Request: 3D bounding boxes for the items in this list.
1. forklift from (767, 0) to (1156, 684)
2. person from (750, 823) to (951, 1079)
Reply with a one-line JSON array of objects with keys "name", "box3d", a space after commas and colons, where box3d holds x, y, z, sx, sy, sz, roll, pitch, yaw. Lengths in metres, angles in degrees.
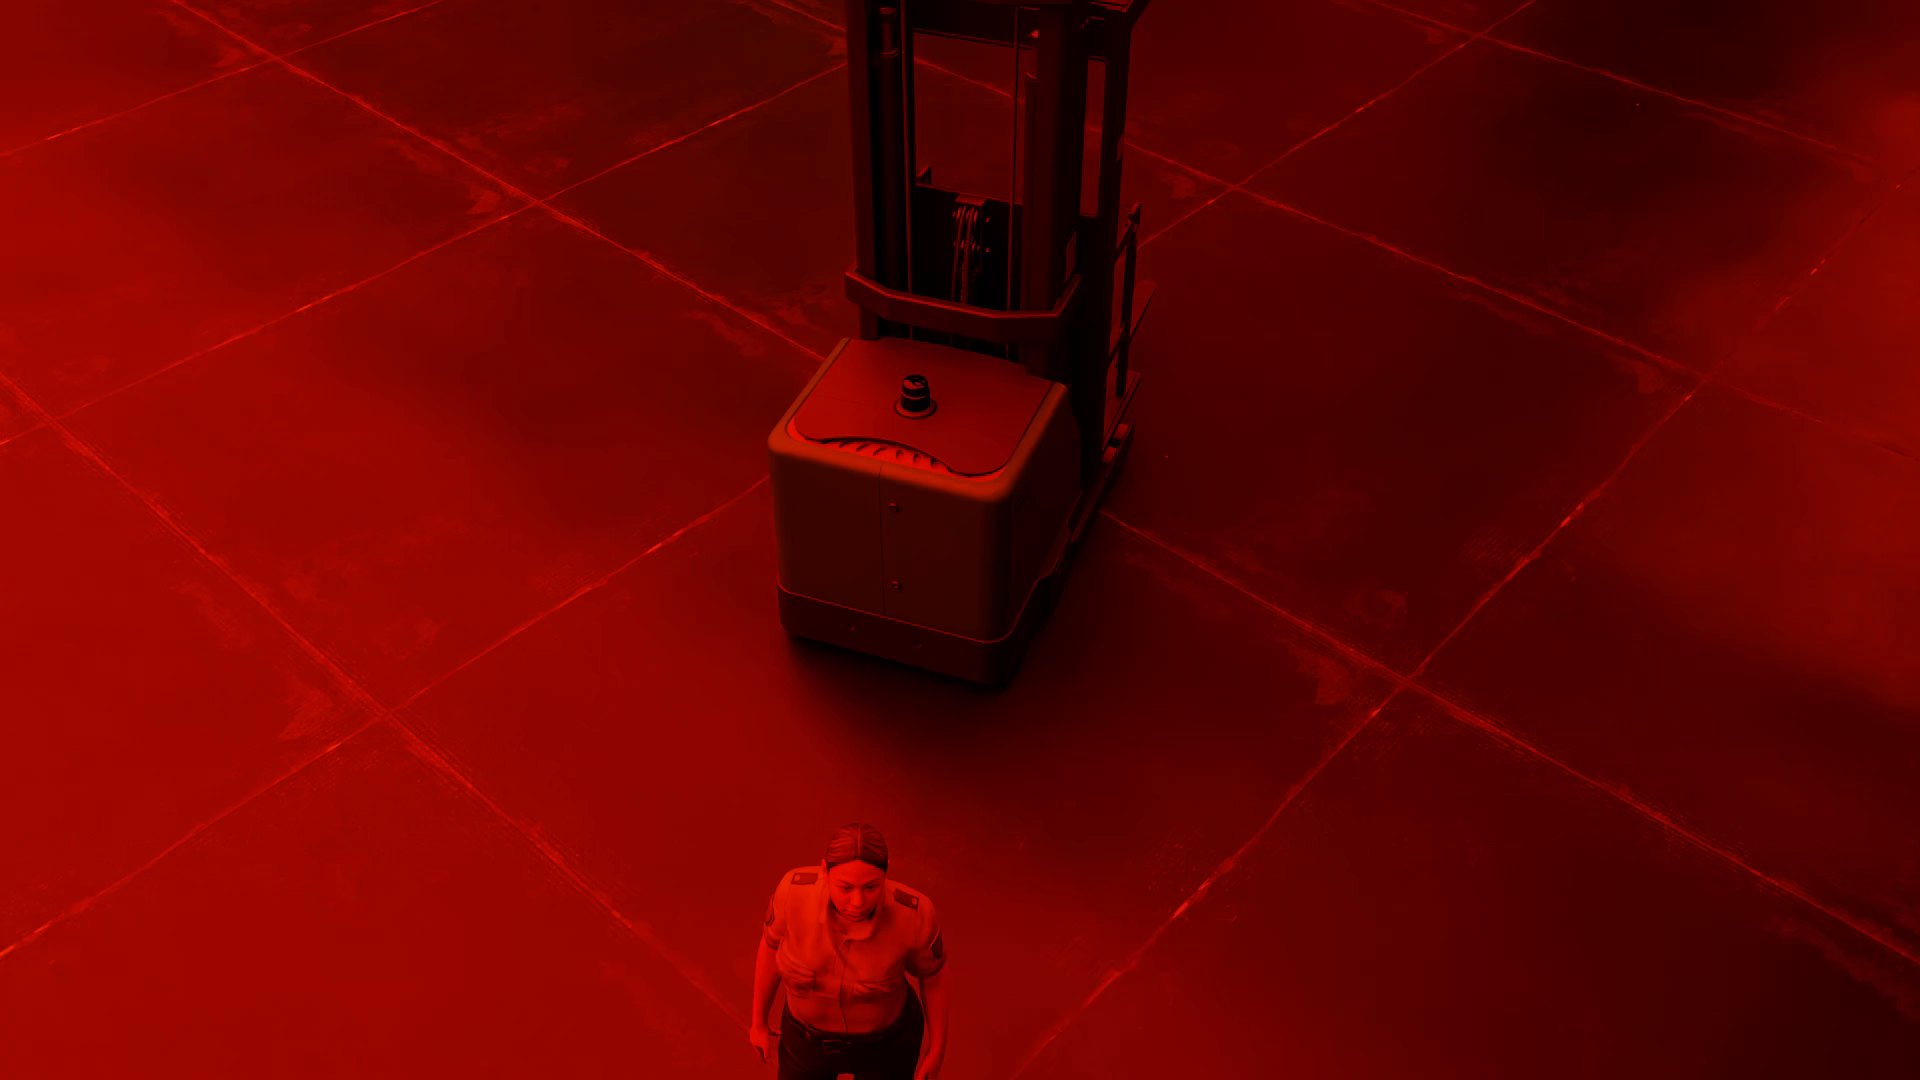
[{"name": "forklift", "box3d": [0.211, -1.484, 7.158, 1.130, 2.935, 3.031, 14, 42, 15]}, {"name": "person", "box3d": [-0.339, 1.466, 4.695, 0.598, 1.651, 0.502, 5, 41, 5]}]
